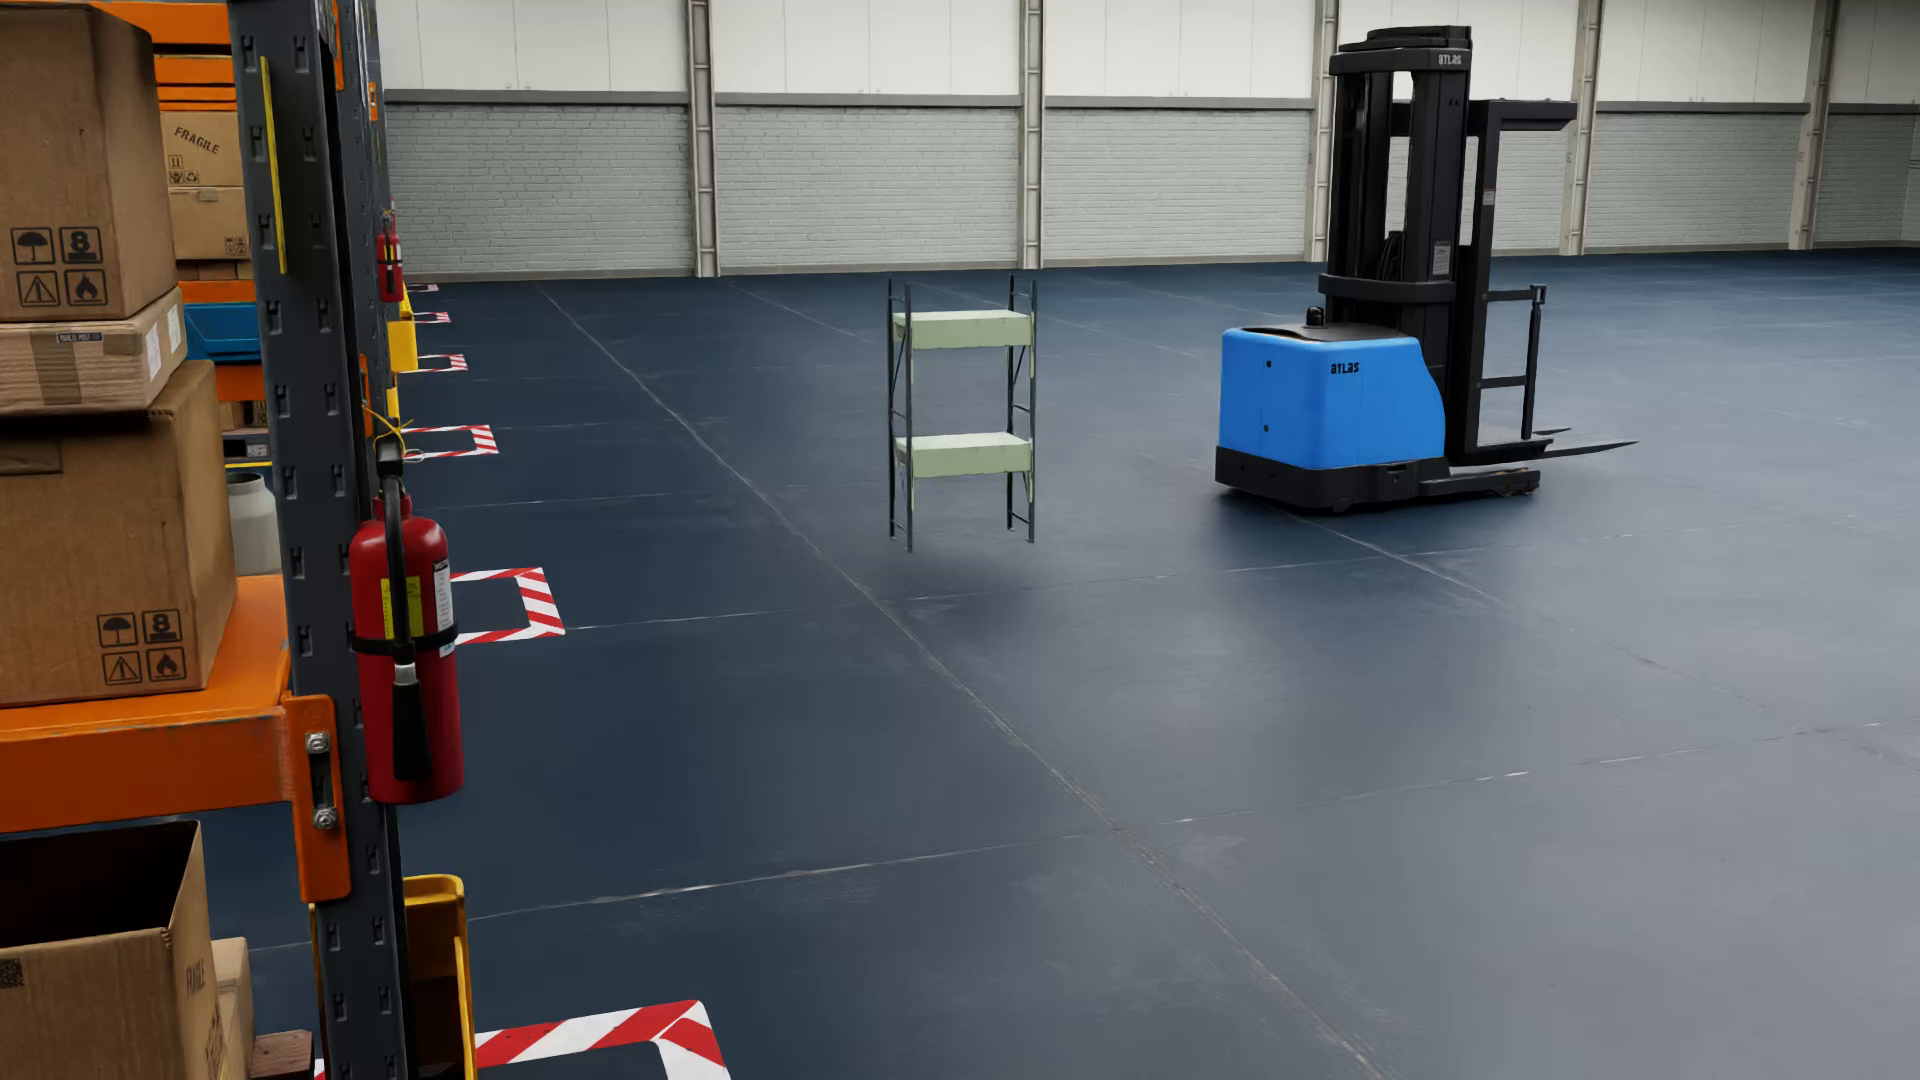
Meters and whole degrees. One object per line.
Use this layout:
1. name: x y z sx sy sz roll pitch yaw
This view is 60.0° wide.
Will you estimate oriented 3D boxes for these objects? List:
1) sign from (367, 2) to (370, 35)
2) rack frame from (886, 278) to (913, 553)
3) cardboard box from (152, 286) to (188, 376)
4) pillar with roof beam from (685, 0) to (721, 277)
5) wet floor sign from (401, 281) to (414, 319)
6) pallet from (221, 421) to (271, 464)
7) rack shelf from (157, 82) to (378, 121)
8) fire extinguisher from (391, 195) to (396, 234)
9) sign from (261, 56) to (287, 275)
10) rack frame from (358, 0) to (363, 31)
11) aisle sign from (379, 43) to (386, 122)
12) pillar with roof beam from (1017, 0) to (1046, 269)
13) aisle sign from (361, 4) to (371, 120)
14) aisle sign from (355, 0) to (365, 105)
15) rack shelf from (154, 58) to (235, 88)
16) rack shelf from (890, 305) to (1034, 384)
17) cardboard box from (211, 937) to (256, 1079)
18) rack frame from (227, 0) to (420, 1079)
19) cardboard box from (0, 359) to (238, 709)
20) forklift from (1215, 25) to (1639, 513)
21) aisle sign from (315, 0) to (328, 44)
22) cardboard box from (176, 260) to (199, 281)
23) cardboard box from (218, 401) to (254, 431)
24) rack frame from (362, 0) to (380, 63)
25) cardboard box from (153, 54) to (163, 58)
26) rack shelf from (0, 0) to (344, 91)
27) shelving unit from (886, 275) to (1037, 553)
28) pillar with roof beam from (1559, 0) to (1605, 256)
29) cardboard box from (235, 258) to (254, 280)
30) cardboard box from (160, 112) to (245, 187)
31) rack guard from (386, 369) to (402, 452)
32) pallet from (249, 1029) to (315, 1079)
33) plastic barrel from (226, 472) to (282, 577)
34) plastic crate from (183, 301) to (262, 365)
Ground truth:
1. sign: -5.705 -5.019 16.039 0.005 0.325 0.100 -4 14 -18
2. rack frame: -0.341 -0.703 9.358 0.023 1.500 0.400 -4 14 -18
3. cardboard box: -1.663 -0.402 3.234 0.250 0.149 0.380 -5 14 -18
4. pillar with roof beam: -3.013 -8.018 23.905 0.400 9.000 9.100 -4 14 -18
5. wet floor sign: -7.018 -3.000 20.861 0.232 0.644 0.267 0 13 1
6. pallet: -5.232 -0.778 12.459 1.213 0.211 1.003 -4 14 -18
7. rack shelf: -7.760 -4.250 16.099 4.000 0.370 1.077 -4 14 -18
8. fire extinguisher: -7.284 -4.236 21.136 0.183 0.674 0.296 -4 14 -18
9. sign: -1.063 -0.578 2.578 0.005 0.325 0.100 -4 14 -18
10. rack frame: -4.378 -5.111 11.685 0.127 3.000 1.000 -4 14 -18
11. aisle sign: -5.702 -4.492 16.428 0.004 0.787 0.394 -4 14 -18
12. pillar with roof beam: 2.673 -8.461 25.767 0.400 9.000 9.100 -4 14 -18
13. aisle sign: -4.224 -3.396 11.821 0.004 0.787 0.394 -4 14 -18
14. aisle sign: -2.636 -2.311 7.260 0.004 0.787 0.394 -4 14 -18
15. rack shelf: -6.274 -3.154 11.494 4.000 0.370 1.077 -4 14 -18
16. rack shelf: 0.006 -1.110 9.381 0.720 0.370 0.431 -4 14 -18
17. cardboard box: -1.802 1.104 3.552 0.500 0.250 0.500 -4 14 -18
18. rack frame: -1.221 -0.019 3.241 0.053 2.616 0.949 -4 14 -18
19. cardboard box: -1.669 -0.037 3.099 0.500 0.500 0.700 -4 14 -18
20. forklift: 3.234 -1.808 10.909 3.031 2.935 1.130 -7 15 -26
21. aisle sign: -1.067 -1.225 2.692 0.004 0.787 0.394 -4 14 -18
22. cardboard box: -5.532 -1.932 11.824 0.250 0.149 0.380 -4 14 -18
23. cardboard box: -5.531 -1.087 12.224 0.500 0.500 0.500 -1 13 -3
24. rack frame: -5.865 -6.207 16.289 0.127 3.000 1.000 -4 14 -18
25. cardboard box: -5.715 -3.414 11.357 0.500 0.250 0.500 -4 14 -17
26. rack shelf: -4.694 -2.068 6.928 4.000 0.370 1.077 -4 14 -18
27. shelving unit: 0.006 -0.730 9.471 0.755 1.500 0.431 -4 14 -18
28. pillar with roof beam: 14.047 -9.346 29.490 0.400 9.000 9.100 -4 14 -18
29. cardboard box: -5.040 -1.956 11.927 0.250 0.149 0.380 -4 14 -18
30. cardboard box: -5.293 -2.740 11.658 0.500 0.500 0.500 -4 14 -18
31. rack guard: -4.450 -0.971 12.645 0.348 0.500 1.175 -4 14 -18
32. pallet: -1.934 1.402 3.290 1.213 0.211 1.003 -4 14 -18
33. plastic barrel: -3.398 -0.035 7.777 0.421 0.512 0.421 0 13 0
34. plastic crate: -3.178 -0.931 7.398 0.616 0.251 0.499 -4 14 -18
